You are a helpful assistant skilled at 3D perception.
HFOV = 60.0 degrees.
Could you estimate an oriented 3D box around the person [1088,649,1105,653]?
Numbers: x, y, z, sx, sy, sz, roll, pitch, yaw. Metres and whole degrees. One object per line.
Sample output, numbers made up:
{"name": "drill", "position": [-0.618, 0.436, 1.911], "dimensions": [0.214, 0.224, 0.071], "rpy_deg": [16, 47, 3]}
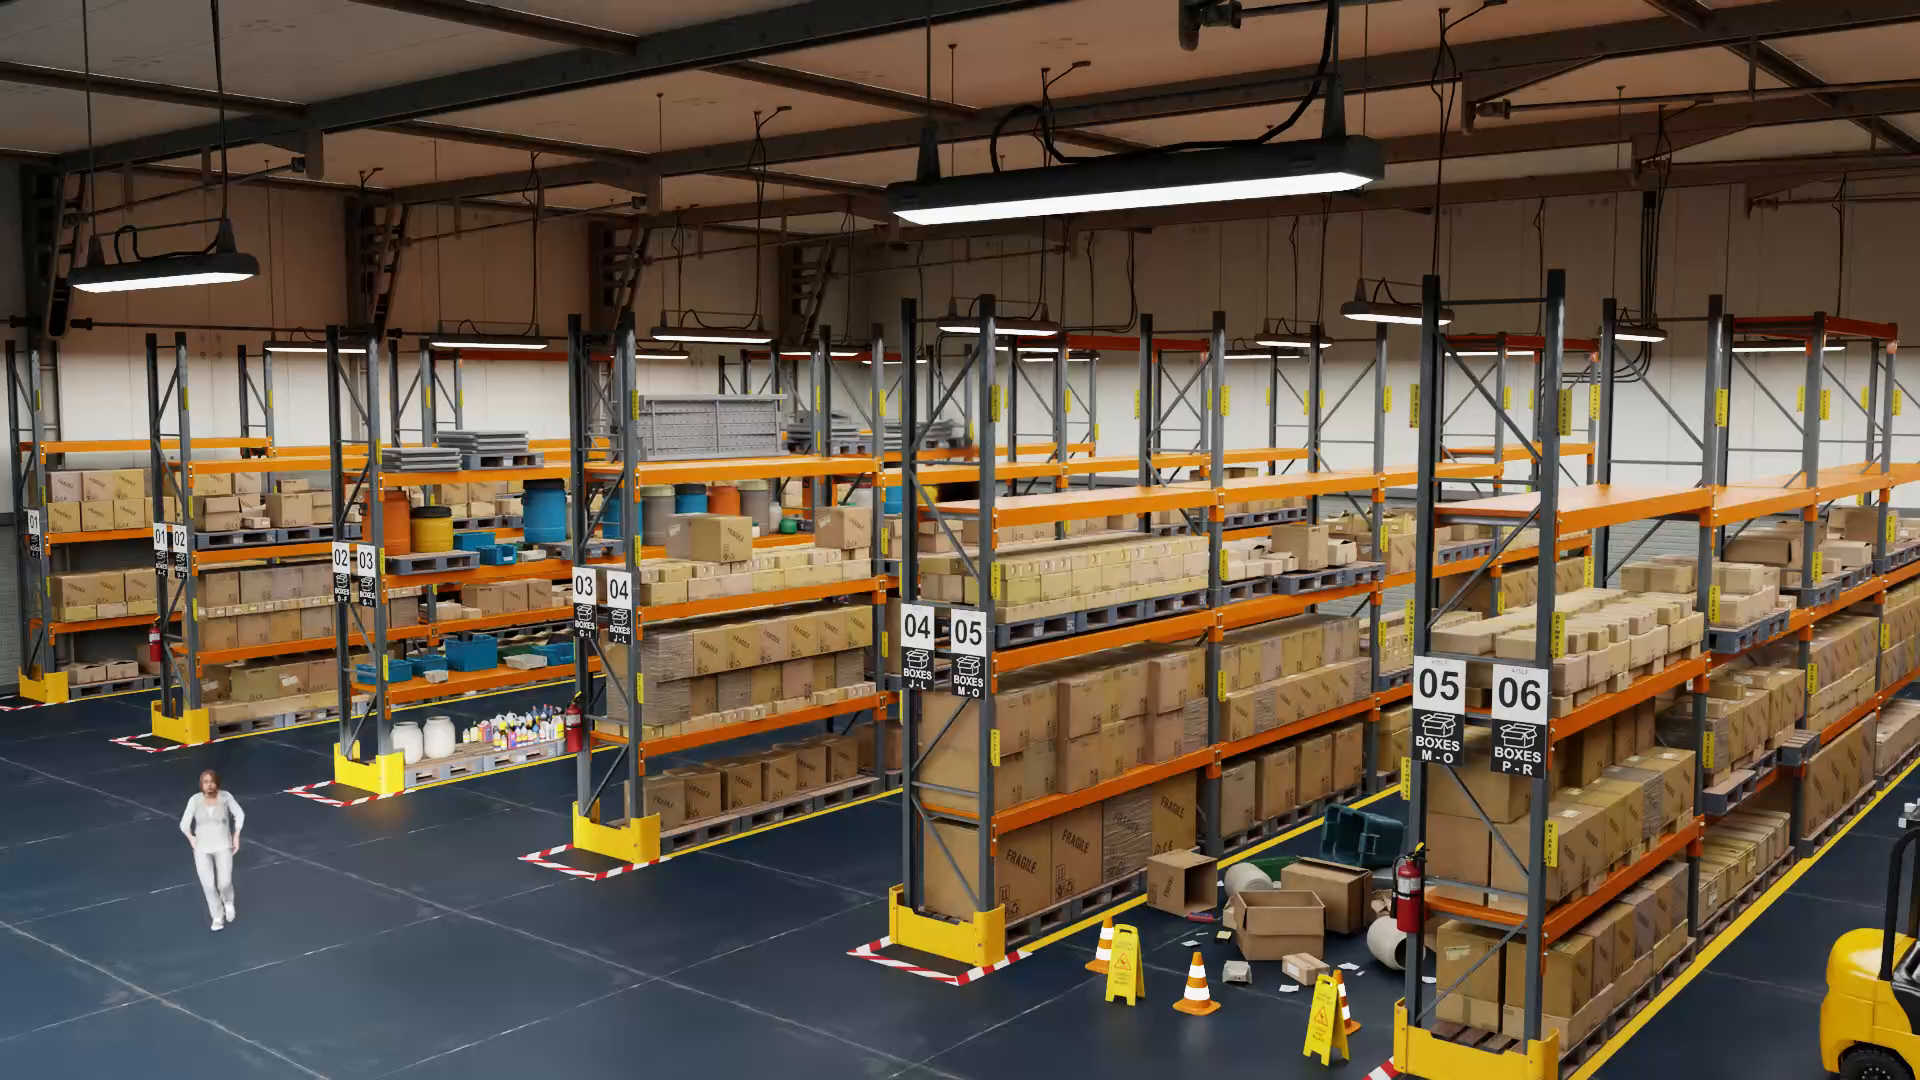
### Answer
{"name": "person", "position": [1.769, 2.056, 22.226], "dimensions": [0.533, 1.772, 0.723], "rpy_deg": [3, 6, 27]}

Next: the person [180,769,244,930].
{"name": "person", "position": [-7.121, 2.959, 15.836], "dimensions": [0.553, 1.562, 0.527], "rpy_deg": [-2, 5, -18]}

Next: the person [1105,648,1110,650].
{"name": "person", "position": [2.190, 2.002, 23.229], "dimensions": [0.577, 1.593, 0.592], "rpy_deg": [4, 7, 39]}
